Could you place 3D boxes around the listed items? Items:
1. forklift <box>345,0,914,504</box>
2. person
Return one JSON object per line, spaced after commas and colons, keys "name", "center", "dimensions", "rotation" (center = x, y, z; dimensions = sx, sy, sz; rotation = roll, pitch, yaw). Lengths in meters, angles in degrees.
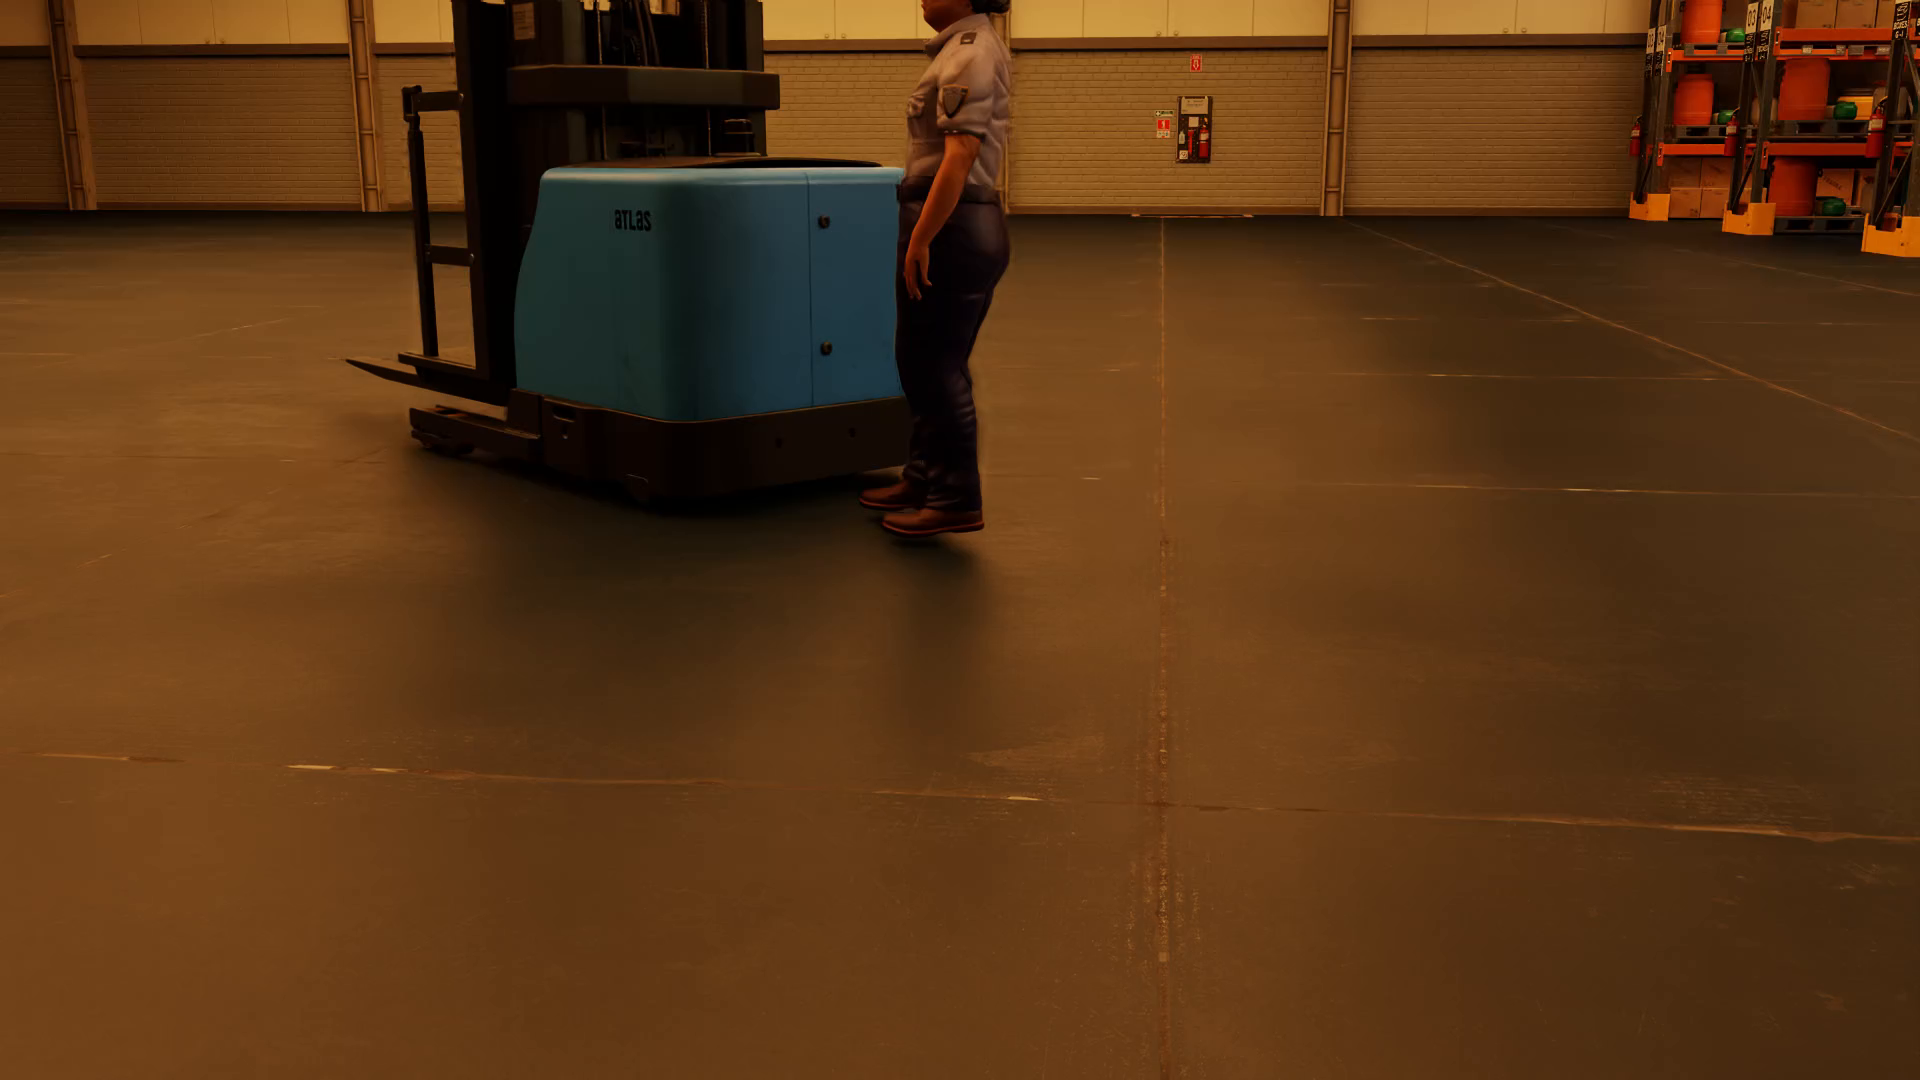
{"name": "forklift", "center": [-1.486, -1.814, 6.265], "dimensions": [1.130, 2.935, 3.031], "rotation": [-12, 17, -41]}
{"name": "person", "center": [-0.104, -0.842, 4.765], "dimensions": [0.498, 1.650, 0.623], "rotation": [2, 13, 8]}
